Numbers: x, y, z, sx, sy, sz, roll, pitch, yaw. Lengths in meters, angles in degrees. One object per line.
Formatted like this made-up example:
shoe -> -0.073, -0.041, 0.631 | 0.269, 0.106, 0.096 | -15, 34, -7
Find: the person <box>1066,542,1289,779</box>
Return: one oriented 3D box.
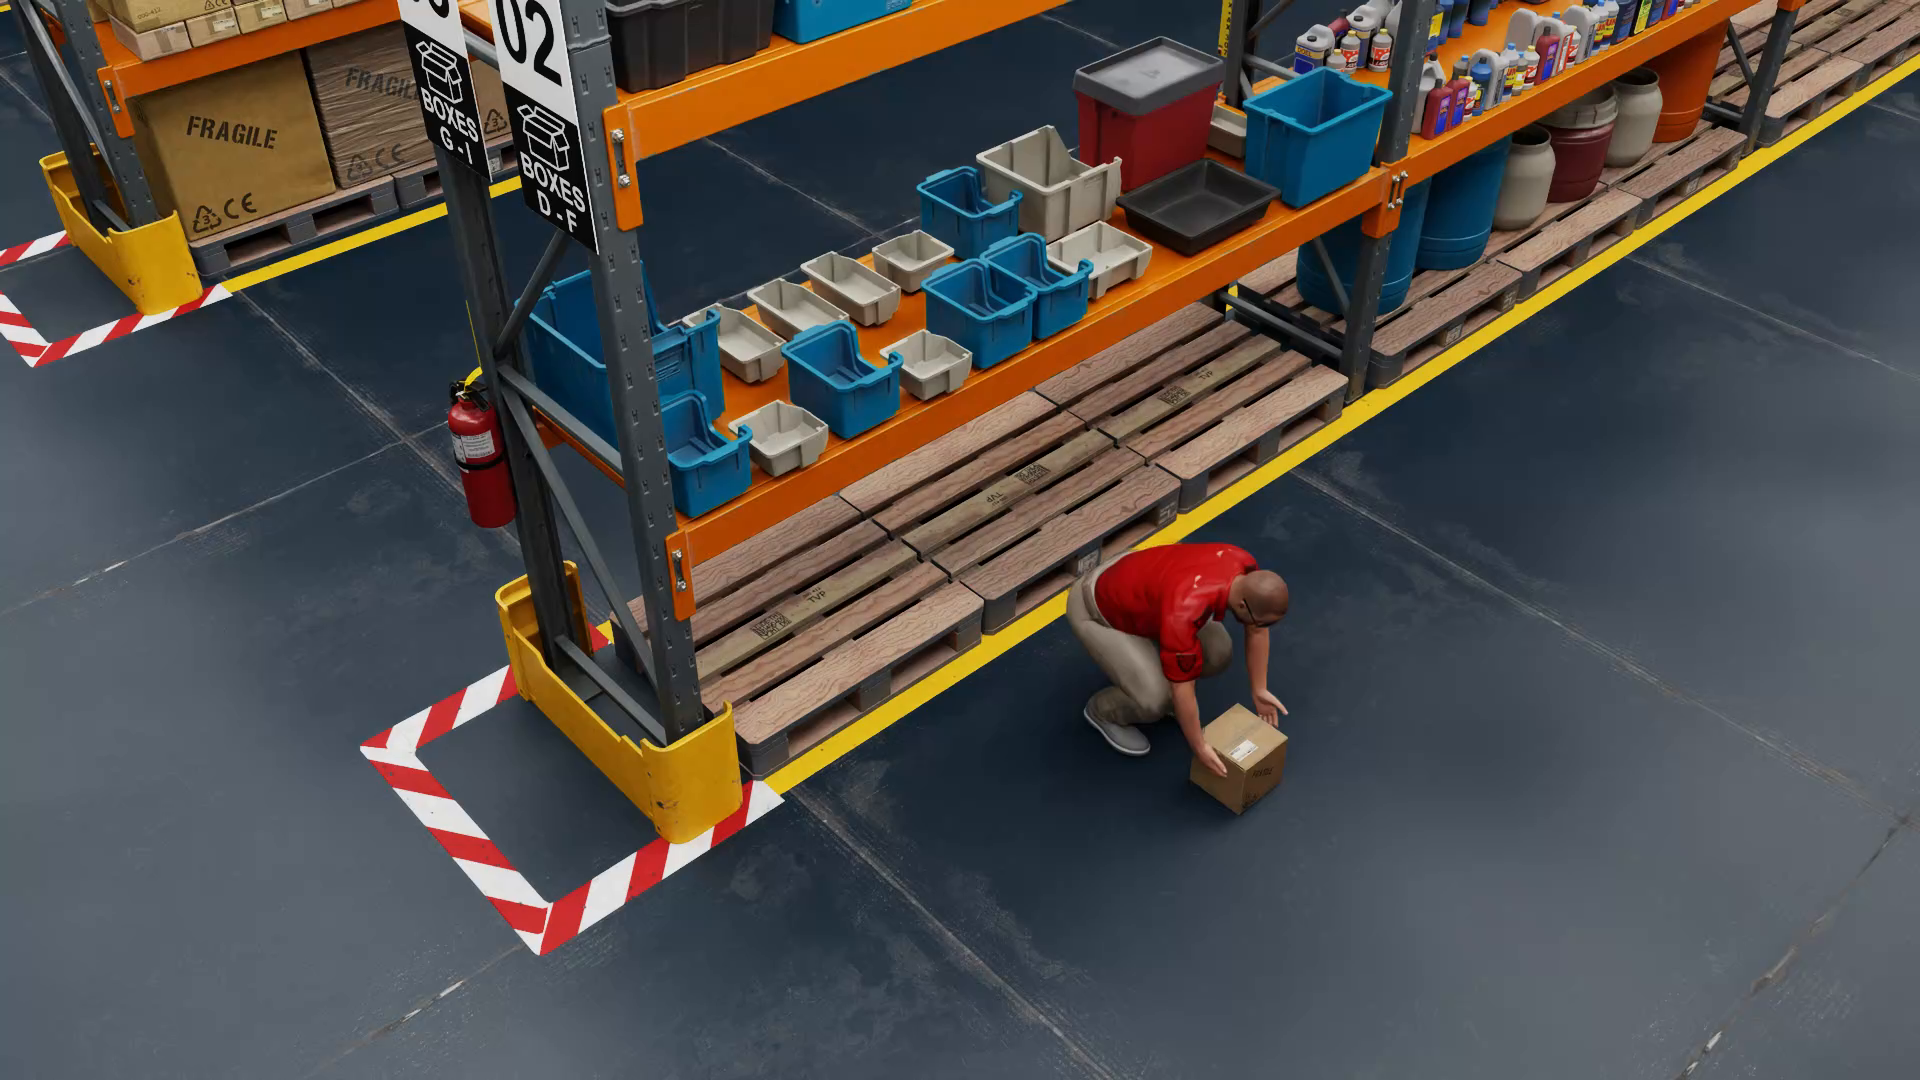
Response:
person -> 0.828, 0.369, 6.306 | 0.570, 0.990, 0.869 | -30, 48, -32
